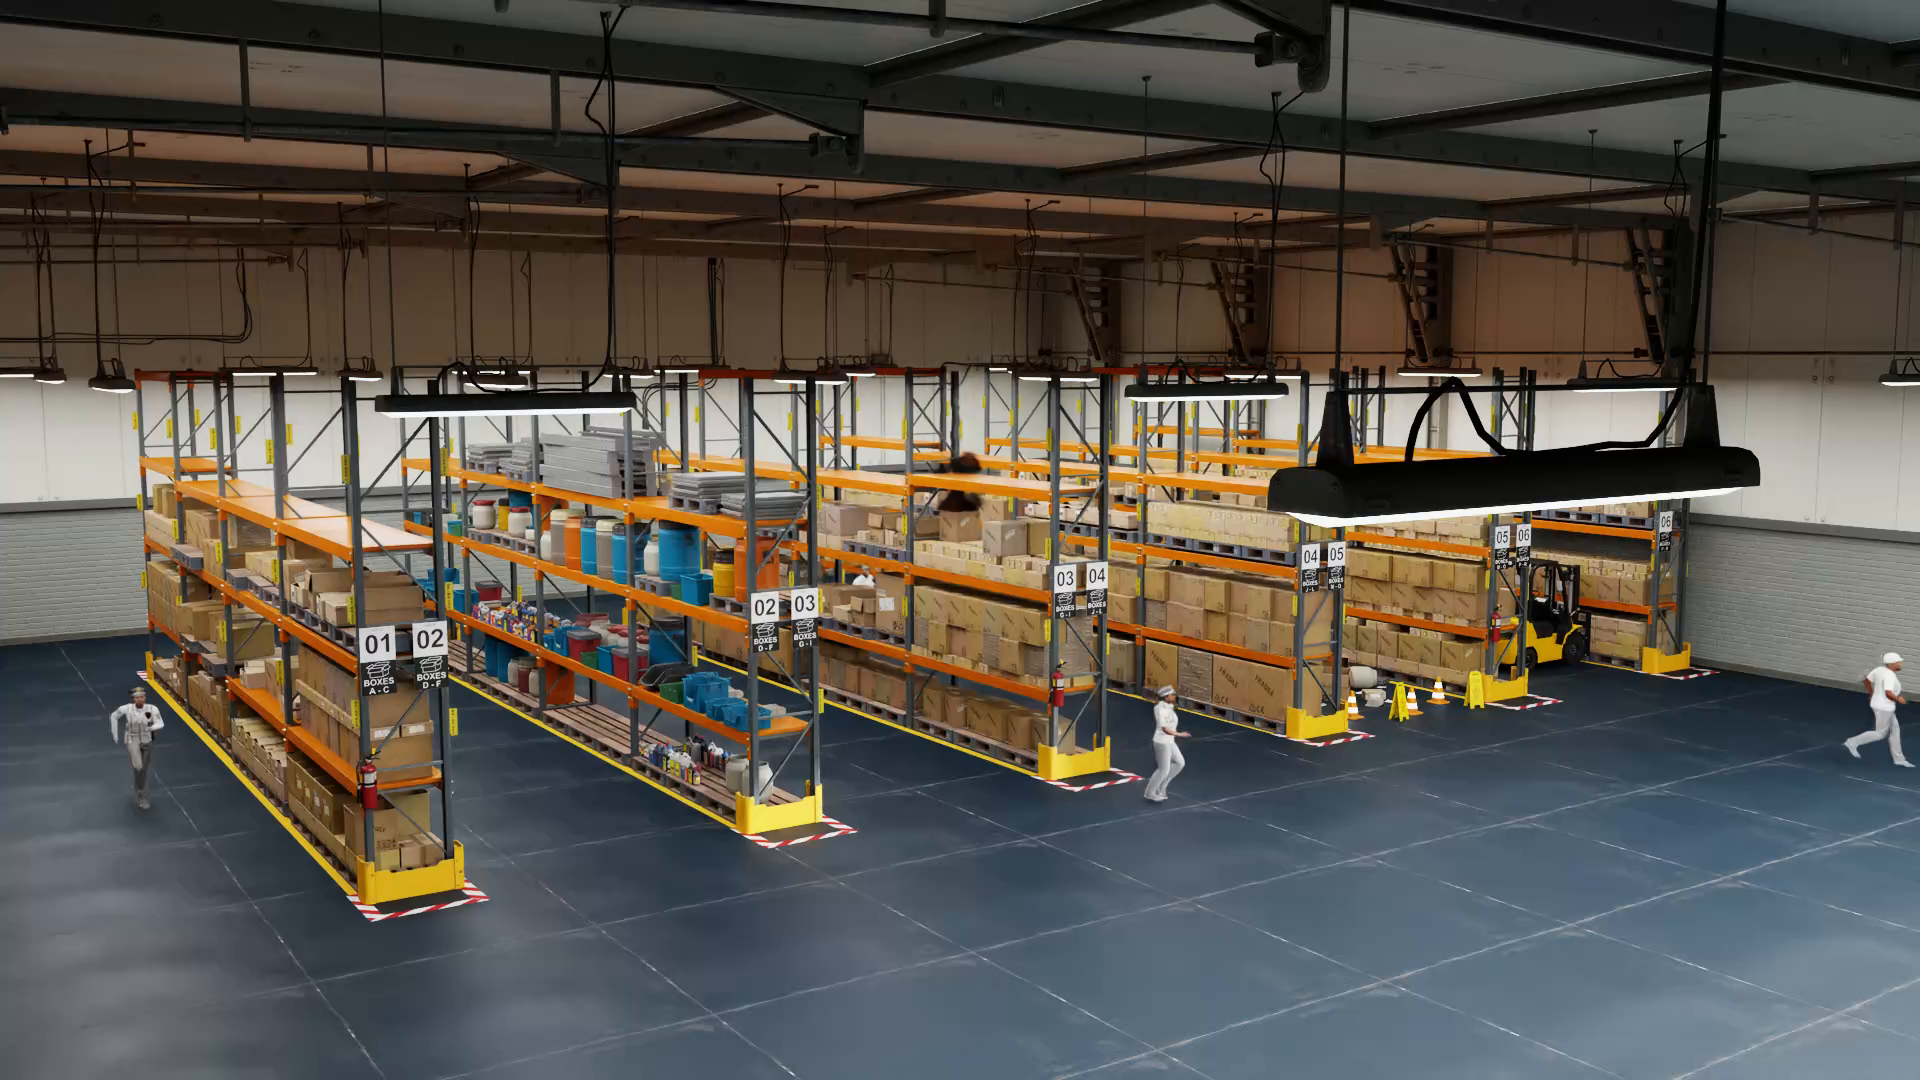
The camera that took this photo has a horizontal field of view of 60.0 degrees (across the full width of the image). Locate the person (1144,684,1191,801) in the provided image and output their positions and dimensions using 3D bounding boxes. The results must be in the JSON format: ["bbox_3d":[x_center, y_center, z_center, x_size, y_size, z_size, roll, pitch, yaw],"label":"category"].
[{"bbox_3d":[2.932,2.862,23.454,0.653,1.694,0.605,2,7,14],"label":"person"}]

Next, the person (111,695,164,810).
[{"bbox_3d":[-11.508,2.896,23.310,0.636,1.689,0.830,-4,8,-35],"label":"person"}]

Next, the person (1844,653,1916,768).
[{"bbox_3d":[14.114,2.592,25.451,1.006,1.757,0.725,2,7,15],"label":"person"}]

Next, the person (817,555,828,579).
[{"bbox_3d":[-3.568,0.779,42.080,0.789,1.702,0.685,-1,6,-5],"label":"person"}]

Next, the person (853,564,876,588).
[{"bbox_3d":[-2.043,1.407,36.016,0.640,1.847,0.795,-4,7,-31],"label":"person"}]
